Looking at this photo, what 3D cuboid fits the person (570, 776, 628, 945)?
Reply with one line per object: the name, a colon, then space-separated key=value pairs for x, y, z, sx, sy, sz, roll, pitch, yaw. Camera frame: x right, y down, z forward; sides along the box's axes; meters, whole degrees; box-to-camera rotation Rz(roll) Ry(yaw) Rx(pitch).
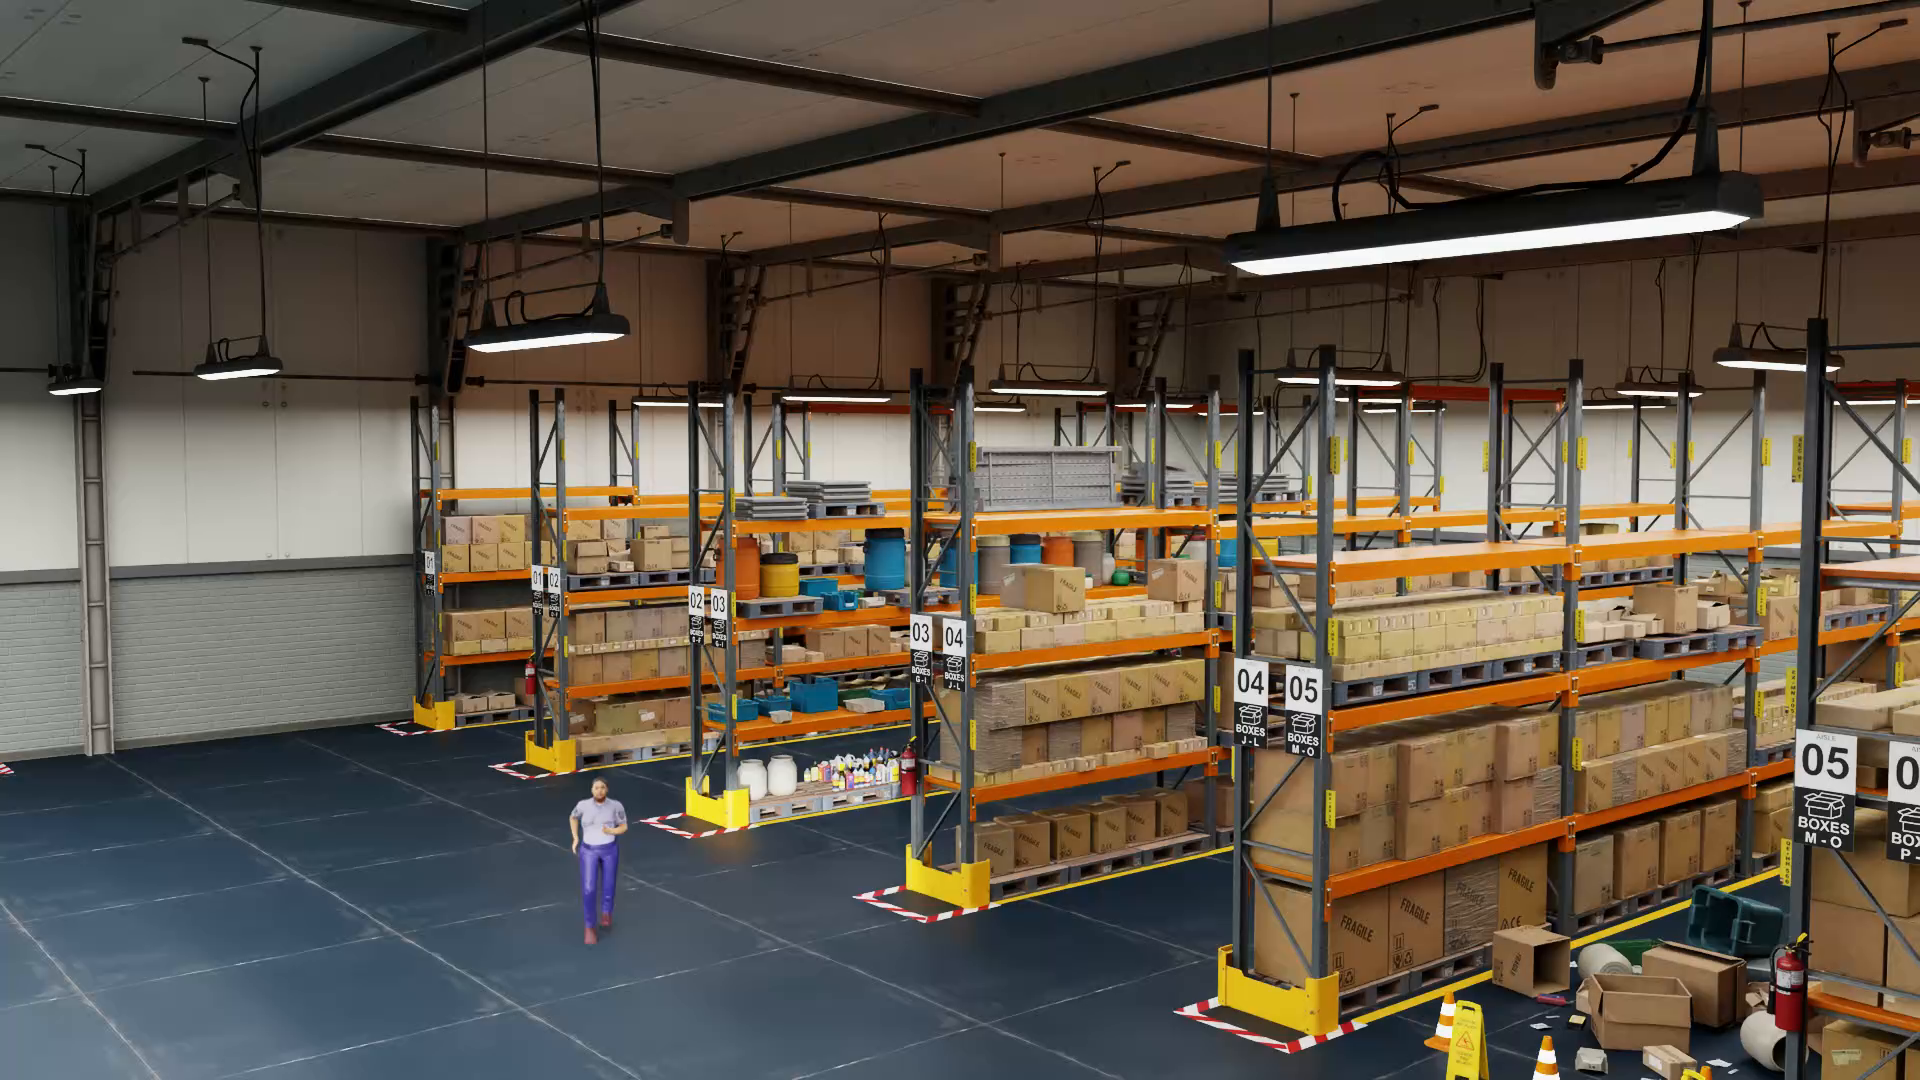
person: x=-3.769 y=3.321 z=17.393 sx=0.577 sy=1.712 sz=0.755 roll=-1 pitch=3 yaw=-16
